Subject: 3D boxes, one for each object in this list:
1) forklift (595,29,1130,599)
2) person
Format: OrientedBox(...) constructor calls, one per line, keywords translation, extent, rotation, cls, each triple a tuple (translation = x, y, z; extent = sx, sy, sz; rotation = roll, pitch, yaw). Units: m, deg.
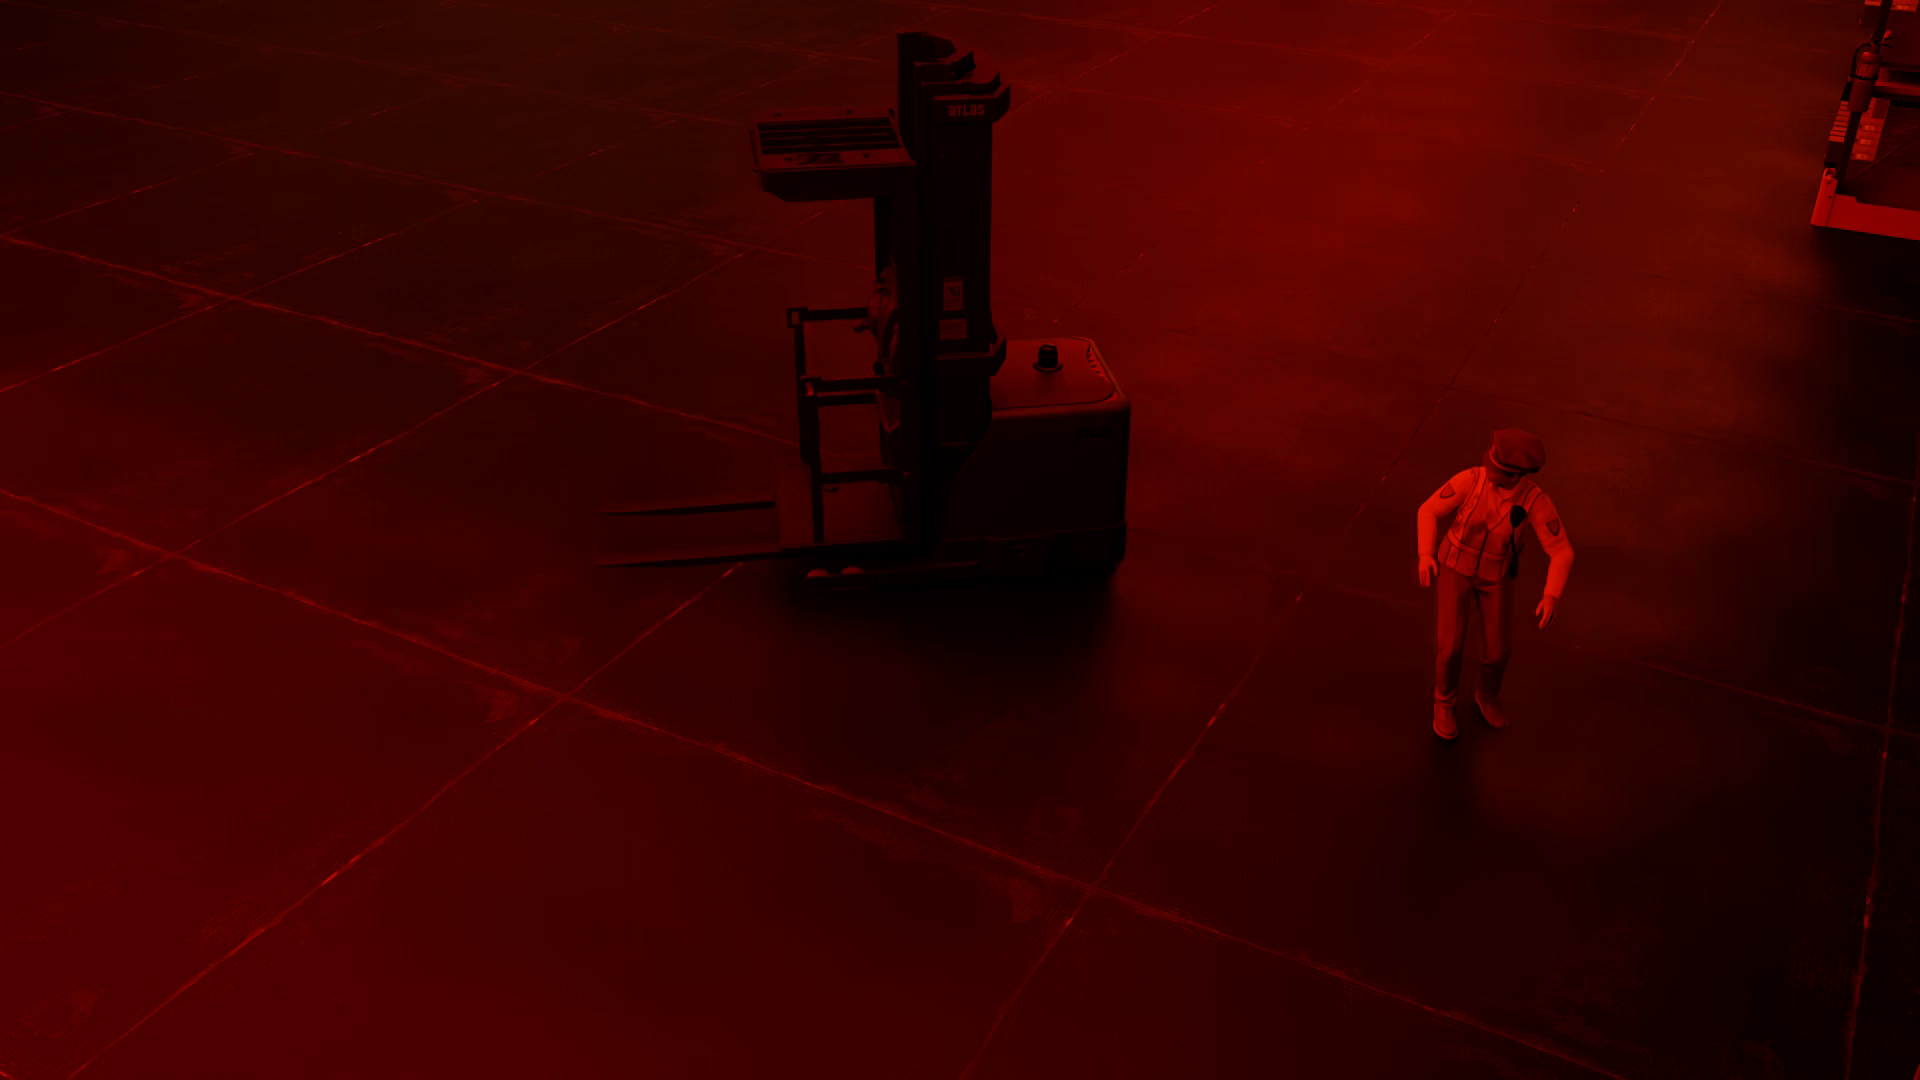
OrientedBox(translation=(-0.603, -1.220, 9.184), extent=(3.031, 2.935, 1.130), rotation=(-5, 30, -8), cls="forklift")
OrientedBox(translation=(2.539, 0.235, 8.024), extent=(0.730, 1.635, 0.587), rotation=(8, 31, 13), cls="person")
